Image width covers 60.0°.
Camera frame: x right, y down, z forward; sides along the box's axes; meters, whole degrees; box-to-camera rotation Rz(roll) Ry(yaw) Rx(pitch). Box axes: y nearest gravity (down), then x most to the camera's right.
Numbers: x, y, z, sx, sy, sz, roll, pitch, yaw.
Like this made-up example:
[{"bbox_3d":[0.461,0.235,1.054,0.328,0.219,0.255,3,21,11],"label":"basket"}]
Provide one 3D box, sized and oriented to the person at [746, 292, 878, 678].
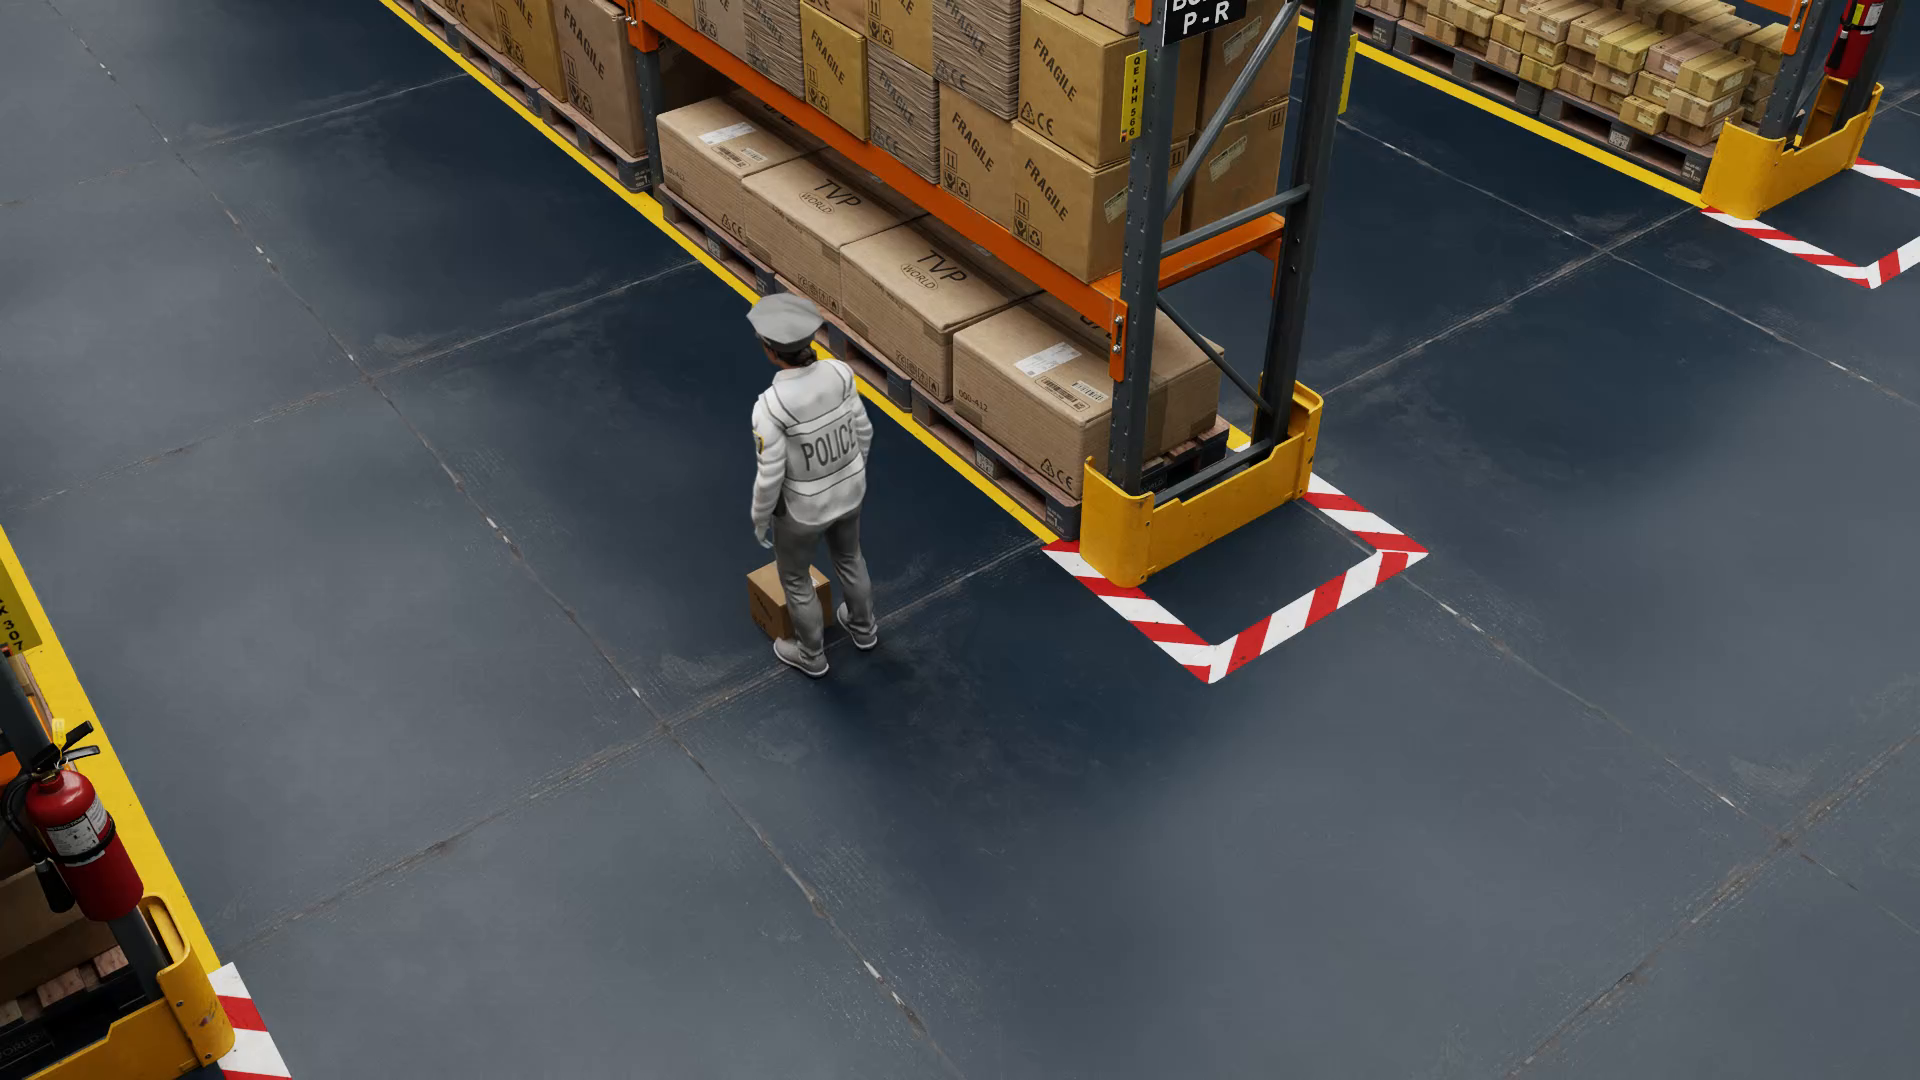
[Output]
[{"bbox_3d":[-0.562,-0.162,6.342,0.546,1.665,0.374,-29,49,-30],"label":"person"}]
